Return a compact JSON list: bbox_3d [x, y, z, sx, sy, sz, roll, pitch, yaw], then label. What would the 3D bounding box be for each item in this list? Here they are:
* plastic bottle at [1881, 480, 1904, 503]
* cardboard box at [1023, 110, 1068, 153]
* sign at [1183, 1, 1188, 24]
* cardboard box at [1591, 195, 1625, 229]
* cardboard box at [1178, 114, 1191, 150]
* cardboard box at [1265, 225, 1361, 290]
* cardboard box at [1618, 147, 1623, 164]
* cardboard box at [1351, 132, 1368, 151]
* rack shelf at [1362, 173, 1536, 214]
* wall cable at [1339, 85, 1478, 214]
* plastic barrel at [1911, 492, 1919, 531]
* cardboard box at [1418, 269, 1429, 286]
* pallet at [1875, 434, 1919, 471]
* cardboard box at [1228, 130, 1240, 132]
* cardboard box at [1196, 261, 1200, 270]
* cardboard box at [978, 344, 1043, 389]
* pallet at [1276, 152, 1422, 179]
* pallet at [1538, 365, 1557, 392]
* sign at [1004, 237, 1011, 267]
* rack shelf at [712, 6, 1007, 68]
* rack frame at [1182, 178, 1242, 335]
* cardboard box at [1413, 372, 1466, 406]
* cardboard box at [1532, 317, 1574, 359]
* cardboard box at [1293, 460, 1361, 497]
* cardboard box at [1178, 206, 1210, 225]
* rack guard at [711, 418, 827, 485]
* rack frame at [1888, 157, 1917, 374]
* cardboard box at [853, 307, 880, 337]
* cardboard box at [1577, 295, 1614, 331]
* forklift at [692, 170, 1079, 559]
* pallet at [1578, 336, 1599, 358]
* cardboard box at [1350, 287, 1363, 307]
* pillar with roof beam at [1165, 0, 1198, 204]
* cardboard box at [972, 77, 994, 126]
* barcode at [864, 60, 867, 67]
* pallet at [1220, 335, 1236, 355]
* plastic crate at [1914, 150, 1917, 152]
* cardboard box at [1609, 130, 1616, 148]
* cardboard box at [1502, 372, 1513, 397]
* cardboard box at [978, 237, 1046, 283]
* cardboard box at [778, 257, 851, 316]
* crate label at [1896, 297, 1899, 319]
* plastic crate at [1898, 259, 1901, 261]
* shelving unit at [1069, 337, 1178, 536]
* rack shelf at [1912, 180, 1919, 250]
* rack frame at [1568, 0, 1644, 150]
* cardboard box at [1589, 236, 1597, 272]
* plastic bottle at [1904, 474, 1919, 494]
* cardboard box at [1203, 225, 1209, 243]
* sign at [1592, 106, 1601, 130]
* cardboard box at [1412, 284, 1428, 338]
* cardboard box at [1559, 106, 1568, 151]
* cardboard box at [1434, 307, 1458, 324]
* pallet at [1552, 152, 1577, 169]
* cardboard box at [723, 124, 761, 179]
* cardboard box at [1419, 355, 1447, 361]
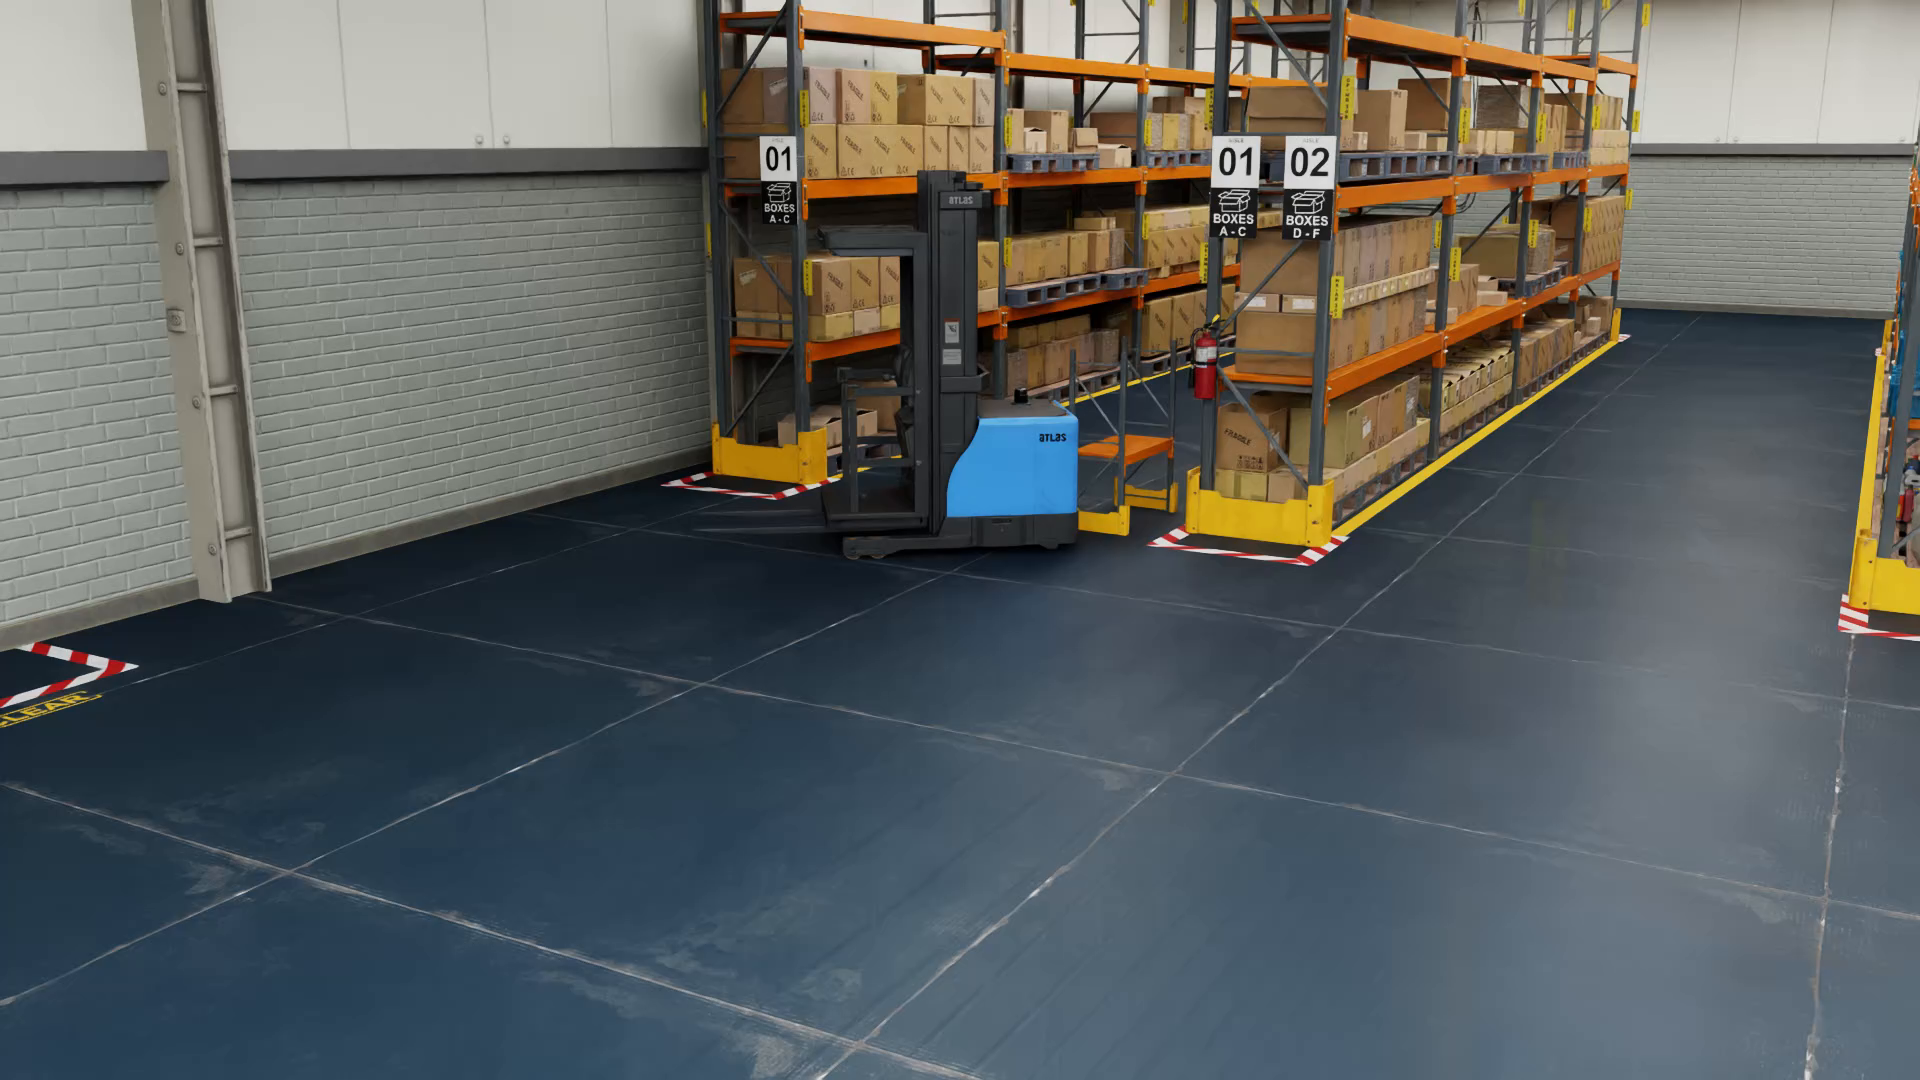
[{"bbox_3d":[7.586,-0.402,13.514,0.144,0.351,0.185,8,16,30],"label":"plastic bottle"},{"bbox_3d":[0.984,-4.948,20.148,0.500,0.500,0.500,7,15,26],"label":"cardboard box"},{"bbox_3d":[3.447,-8.038,25.342,0.100,0.325,0.005,7,15,28],"label":"sign"},{"bbox_3d":[10.218,-5.195,26.334,0.500,0.500,0.500,7,15,28],"label":"cardboard box"},{"bbox_3d":[2.888,-5.858,23.879,0.700,0.500,0.500,7,15,28],"label":"cardboard box"},{"bbox_3d":[2.970,-2.393,14.077,0.700,0.500,0.500,7,15,27],"label":"cardboard box"},{"bbox_3d":[9.924,-5.931,25.655,0.500,0.250,0.500,7,15,28],"label":"cardboard box"},{"bbox_3d":[3.181,-3.330,13.885,0.380,0.149,0.250,7,15,28],"label":"cardboard box"},{"bbox_3d":[5.358,-3.839,18.193,1.077,0.370,4.000,7,15,28],"label":"rack shelf"},{"bbox_3d":[8.901,-7.870,33.602,3.097,2.526,0.112,7,15,28],"label":"wall cable"},{"bbox_3d":[7.286,-0.179,12.288,0.421,0.512,0.421,0,14,0],"label":"plastic barrel"},{"bbox_3d":[4.326,-2.554,16.129,0.380,0.149,0.250,7,15,27],"label":"cardboard box"},{"bbox_3d":[9.660,-0.820,16.483,1.003,0.211,1.213,7,15,28],"label":"pallet"},{"bbox_3d":[4.485,-6.272,25.961,0.500,0.250,0.500,7,15,28],"label":"cardboard box"},{"bbox_3d":[3.352,-4.053,24.437,0.380,0.149,0.250,7,15,26],"label":"cardboard box"},{"bbox_3d":[0.600,-2.144,20.422,0.700,0.500,0.500,7,15,27],"label":"cardboard box"},{"bbox_3d":[3.411,-3.308,14.645,1.003,0.211,1.213,7,15,28],"label":"pallet"},{"bbox_3d":[7.310,-2.184,22.141,1.003,0.211,1.213,7,15,28],"label":"pallet"},{"bbox_3d":[0.532,-3.242,18.733,0.100,0.325,0.005,7,15,28],"label":"sign"},{"bbox_3d":[-0.914,-5.036,16.763,1.077,0.370,4.000,7,15,28],"label":"rack shelf"},{"bbox_3d":[3.921,-4.522,25.891,1.000,3.000,0.127,7,15,28],"label":"rack frame"},{"bbox_3d":[5.056,-1.619,17.624,0.500,0.311,0.500,7,15,27],"label":"cardboard box"},{"bbox_3d":[8.271,-2.827,23.253,0.500,0.500,0.500,7,15,28],"label":"cardboard box"},{"bbox_3d":[3.150,-0.555,14.407,0.500,0.250,0.500,7,15,28],"label":"cardboard box"},{"bbox_3d":[3.416,-4.756,24.372,0.500,0.250,0.500,8,16,29],"label":"cardboard box"},{"bbox_3d":[-1.844,-0.861,16.037,1.175,0.500,0.348,7,15,28],"label":"rack guard"},{"bbox_3d":[12.593,-3.400,21.236,1.000,3.000,0.127,7,15,28],"label":"rack frame"},{"bbox_3d":[-1.128,-2.169,16.409,0.500,0.250,0.500,7,15,26],"label":"cardboard box"},{"bbox_3d":[10.145,-3.642,26.634,0.500,0.500,0.500,7,15,28],"label":"cardboard box"},{"bbox_3d":[-0.618,-1.406,13.111,3.031,2.935,1.130,-2,14,-7],"label":"forklift"},{"bbox_3d":[9.180,-2.998,25.520,1.003,0.211,1.213,7,15,28],"label":"pallet"},{"bbox_3d":[3.207,-2.077,14.151,0.380,0.149,0.250,7,15,27],"label":"cardboard box"},{"bbox_3d":[7.270,-7.193,24.167,9.100,9.000,0.400,7,15,28],"label":"pillar with roof beam"},{"bbox_3d":[0.048,-4.750,18.047,0.500,0.500,0.500,6,15,23],"label":"cardboard box"},{"bbox_3d":[-0.995,-5.026,17.528,0.001,0.075,0.075,7,15,28],"label":"barcode"},{"bbox_3d":[3.614,-3.000,25.526,1.003,0.211,1.213,7,15,28],"label":"pallet"},{"bbox_3d":[12.754,-5.000,21.828,0.416,0.233,0.300,7,15,28],"label":"plastic crate"},{"bbox_3d":[9.445,-5.968,24.743,0.500,0.250,0.500,7,15,28],"label":"cardboard box"},{"bbox_3d":[6.284,-1.873,19.873,0.500,0.250,0.500,8,16,29],"label":"cardboard box"},{"bbox_3d":[0.606,-3.358,19.909,0.700,0.500,0.500,9,16,34],"label":"cardboard box"},{"bbox_3d":[-1.387,-2.426,15.872,0.500,0.500,0.500,7,15,28],"label":"cardboard box"},{"bbox_3d":[10.128,-2.454,17.669,0.303,0.233,0.416,7,15,28],"label":"crate label"},{"bbox_3d":[13.892,-4.052,24.374,0.250,0.136,0.298,7,15,28],"label":"plastic crate"},{"bbox_3d":[1.384,-0.907,14.097,0.587,1.500,1.083,8,16,29],"label":"shelving unit"},{"bbox_3d":[7.759,-2.457,12.458,1.077,0.370,4.000,7,15,28],"label":"rack shelf"},{"bbox_3d":[10.192,-7.699,26.268,1.000,3.000,0.127,7,15,28],"label":"rack frame"},{"bbox_3d":[8.988,-4.189,24.298,0.500,0.500,0.500,8,16,29],"label":"cardboard box"},{"bbox_3d":[7.817,-0.392,13.633,0.152,0.276,0.135,7,15,28],"label":"plastic bottle"},{"bbox_3d":[3.430,-4.394,24.469,0.500,0.500,0.500,7,15,28],"label":"cardboard box"},{"bbox_3d":[8.746,-5.801,22.851,0.100,0.325,0.005,7,15,28],"label":"sign"},{"bbox_3d":[4.182,-2.277,16.366,0.700,0.500,0.500,7,15,27],"label":"cardboard box"},{"bbox_3d":[7.951,-5.626,22.748,0.600,0.600,0.600,6,15,23],"label":"cardboard box"},{"bbox_3d":[4.999,-2.357,17.446,0.380,0.149,0.250,7,15,28],"label":"cardboard box"},{"bbox_3d":[7.383,-4.990,21.831,1.213,0.211,1.003,7,15,28],"label":"pallet"},{"bbox_3d":[-1.900,-3.691,15.788,0.500,0.500,0.500,9,16,32],"label":"cardboard box"},{"bbox_3d":[5.320,-1.994,19.178,0.500,0.311,0.500,7,15,27],"label":"cardboard box"}]
